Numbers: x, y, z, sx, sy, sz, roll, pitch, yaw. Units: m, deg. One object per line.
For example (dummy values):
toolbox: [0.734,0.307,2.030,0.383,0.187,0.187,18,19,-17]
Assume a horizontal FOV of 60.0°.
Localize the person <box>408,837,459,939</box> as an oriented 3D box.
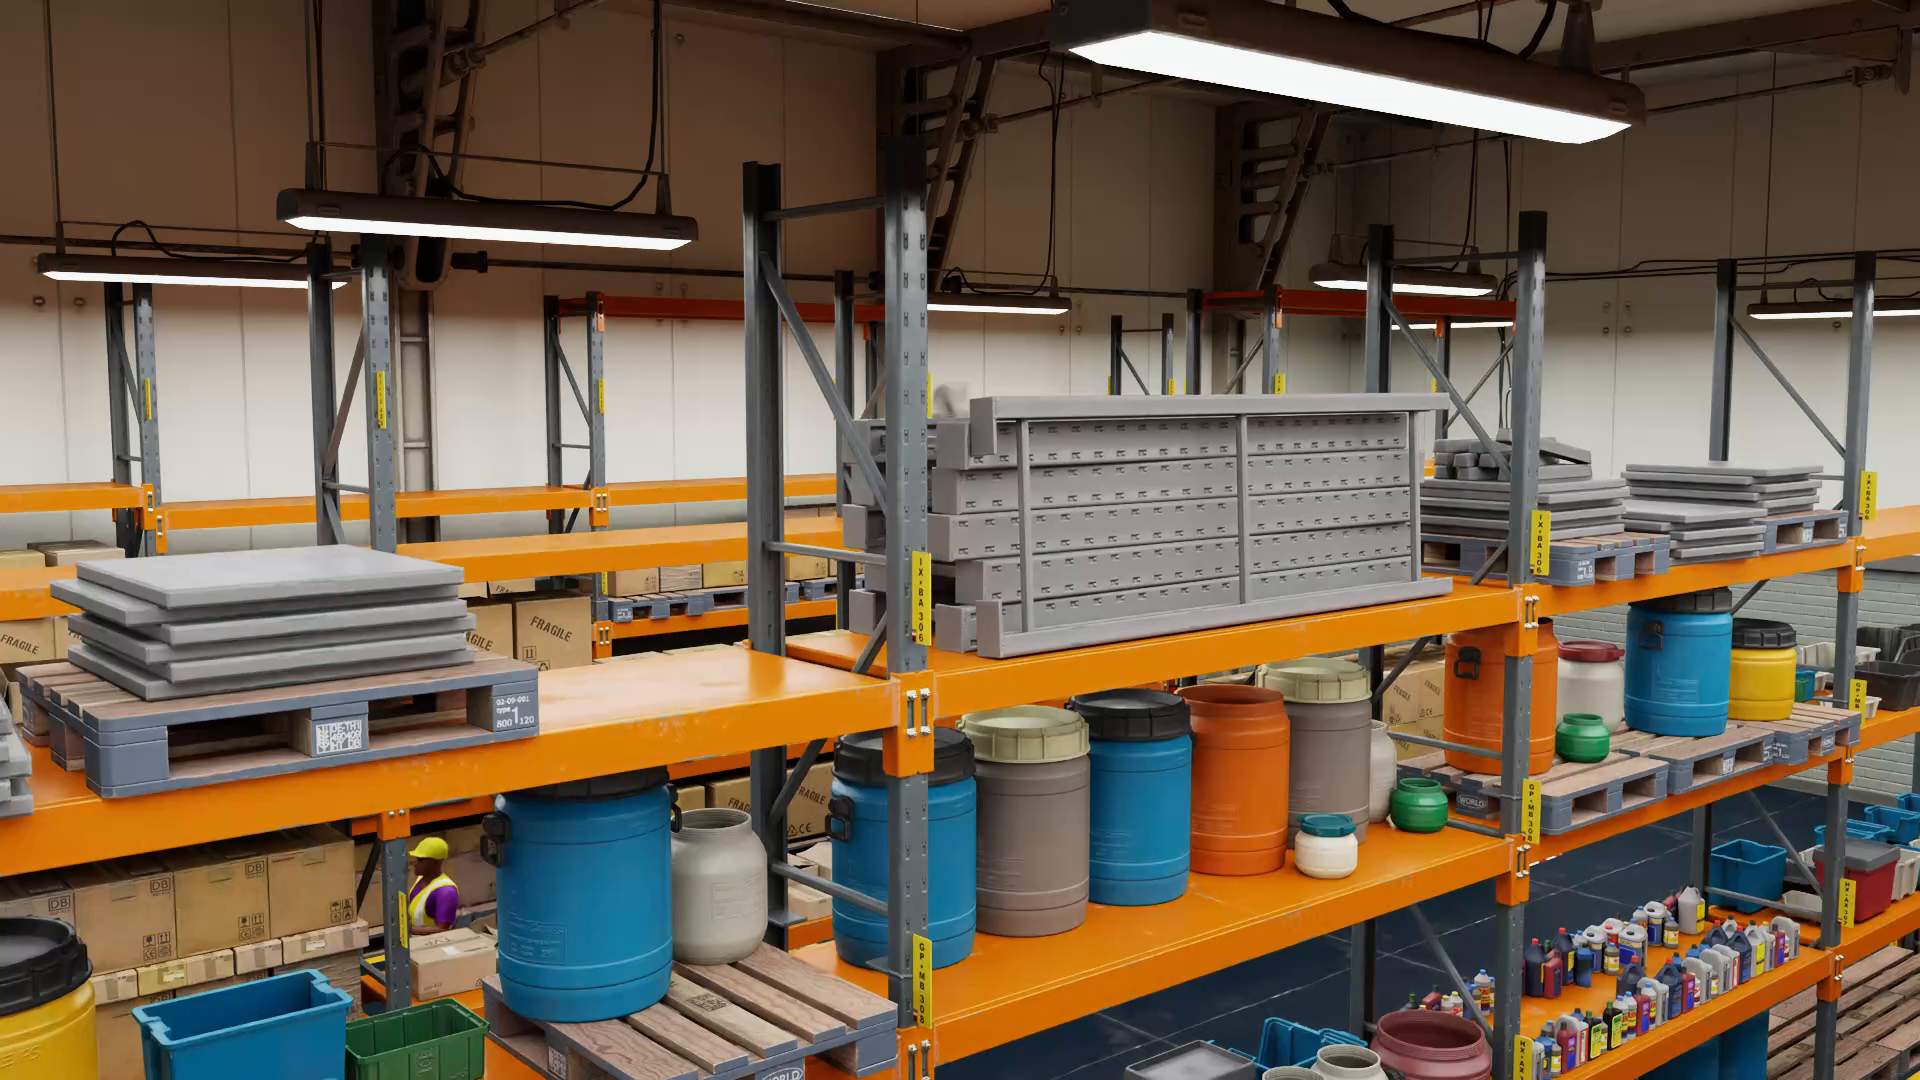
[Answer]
person: [-3.899,3.094,12.313,0.820,1.821,0.677,-5,8,-44]
